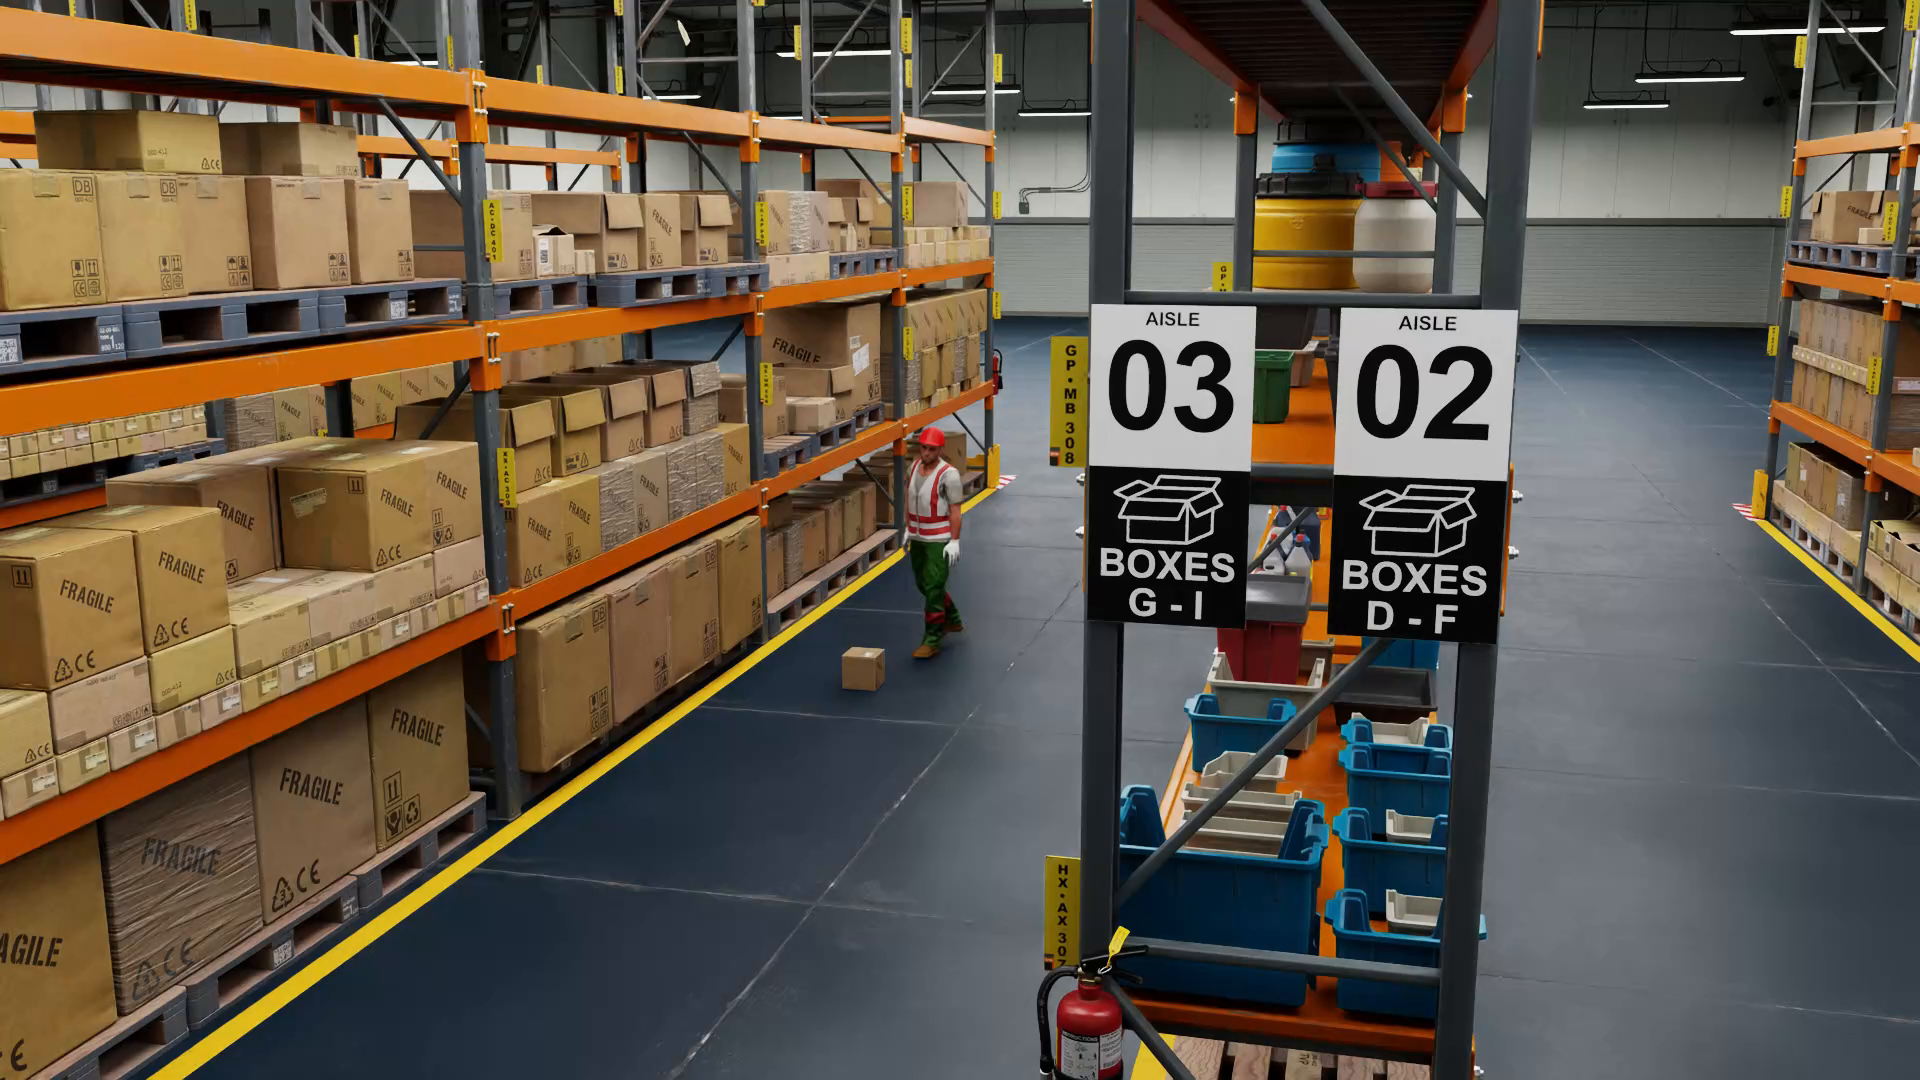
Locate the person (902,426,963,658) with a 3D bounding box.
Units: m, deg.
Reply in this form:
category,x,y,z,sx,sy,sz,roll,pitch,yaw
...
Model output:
category,x,y,z,sx,sy,sz,roll,pitch,yaw
person,-0.184,-0.011,12.921,0.685,1.787,0.574,-11,16,-43
